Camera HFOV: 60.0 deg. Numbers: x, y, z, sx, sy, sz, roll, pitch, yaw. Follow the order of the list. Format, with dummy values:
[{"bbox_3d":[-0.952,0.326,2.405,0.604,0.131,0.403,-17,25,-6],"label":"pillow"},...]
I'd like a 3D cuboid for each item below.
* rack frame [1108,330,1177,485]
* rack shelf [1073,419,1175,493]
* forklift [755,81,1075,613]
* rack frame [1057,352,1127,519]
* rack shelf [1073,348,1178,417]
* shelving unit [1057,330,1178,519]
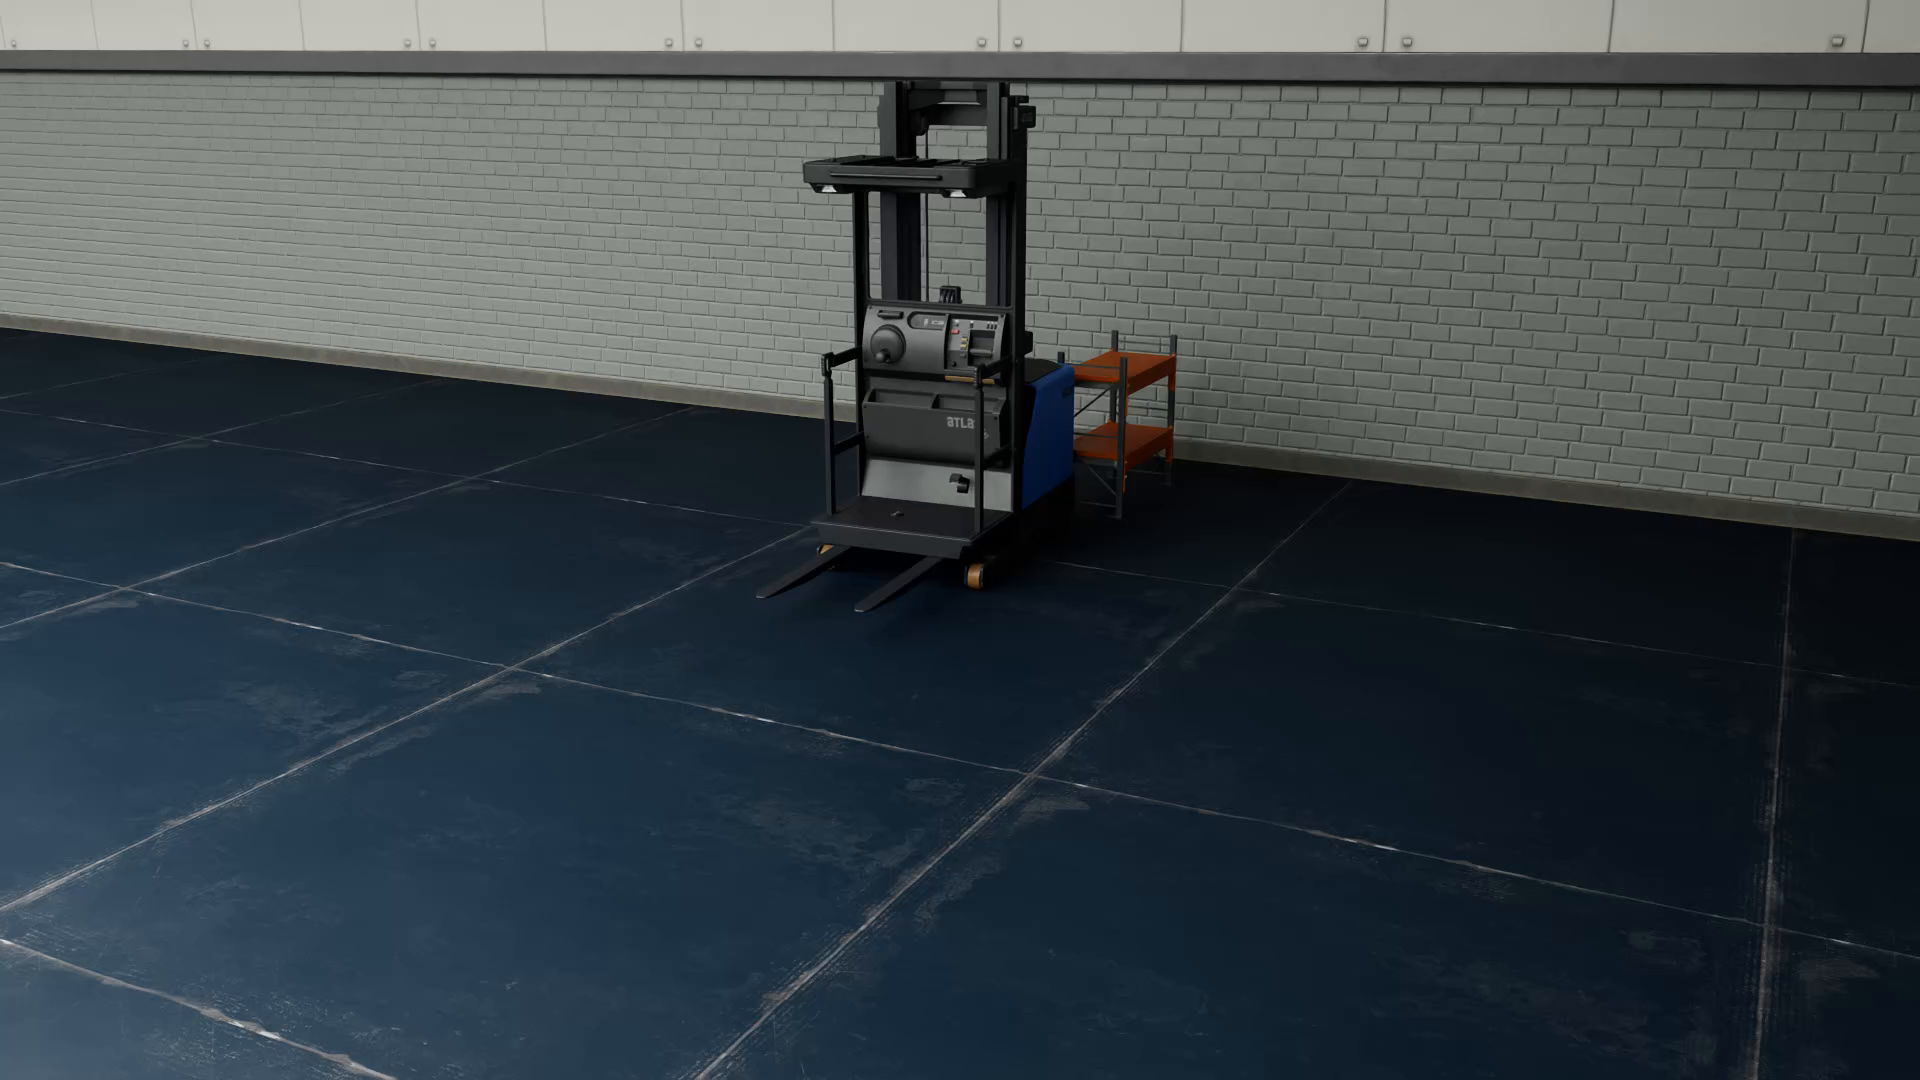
[{"bbox_3d":[1.351,-0.981,12.353,0.500,1.125,0.032,8,18,25],"label":"rack frame"},{"bbox_3d":[1.125,-0.617,11.986,0.538,0.278,1.000,8,18,25],"label":"rack shelf"},{"bbox_3d":[-0.242,-1.240,10.051,1.130,2.935,3.031,7,18,22],"label":"forklift"},{"bbox_3d":[0.900,-0.722,11.479,0.500,1.125,0.032,8,18,25],"label":"rack frame"},{"bbox_3d":[1.125,-1.132,11.833,0.538,0.278,1.000,8,18,25],"label":"rack shelf"},{"bbox_3d":[1.125,-0.852,11.916,0.538,1.125,1.048,8,18,25],"label":"shelving unit"}]
